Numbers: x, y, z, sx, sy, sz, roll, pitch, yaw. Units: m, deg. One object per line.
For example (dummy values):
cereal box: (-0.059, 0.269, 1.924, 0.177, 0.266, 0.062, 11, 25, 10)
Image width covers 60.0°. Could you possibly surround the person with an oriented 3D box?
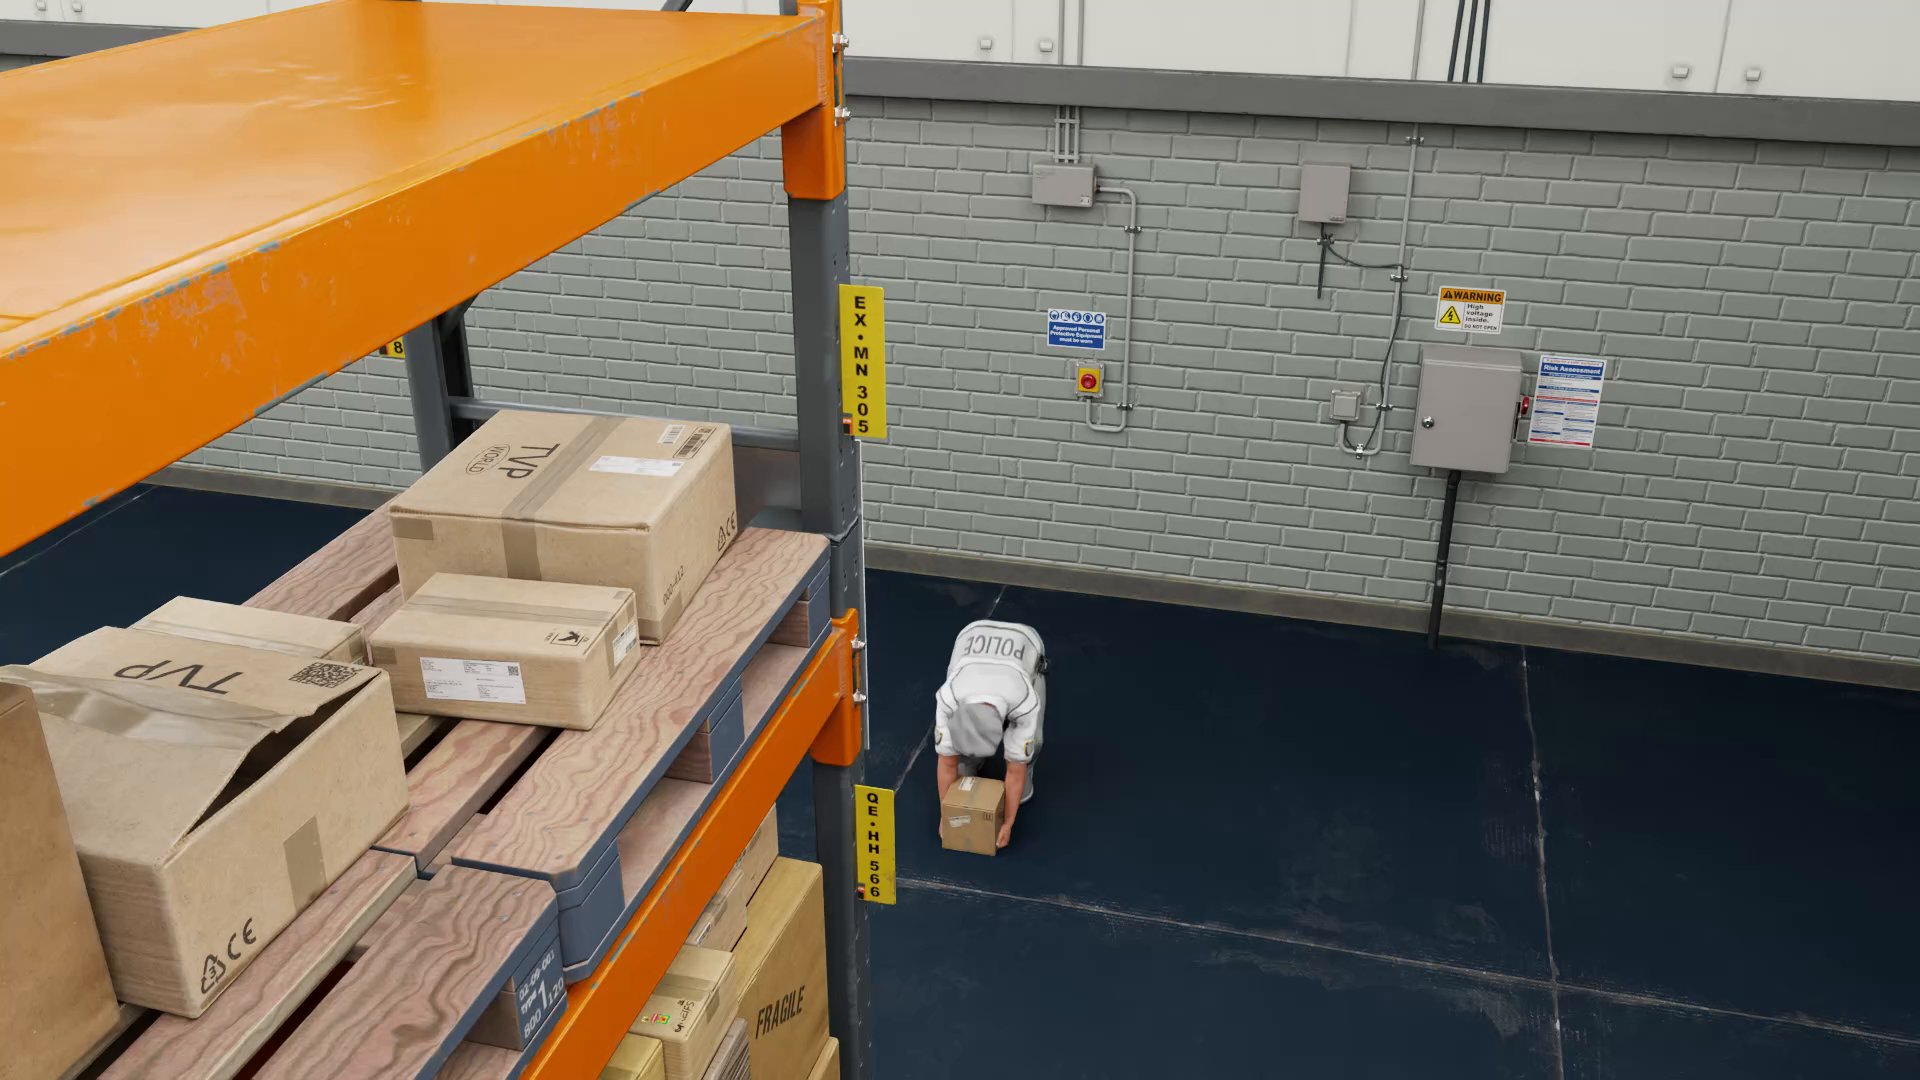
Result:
person: (0.139, 0.889, 7.814, 0.525, 0.852, 1.031, 5, 26, 12)
